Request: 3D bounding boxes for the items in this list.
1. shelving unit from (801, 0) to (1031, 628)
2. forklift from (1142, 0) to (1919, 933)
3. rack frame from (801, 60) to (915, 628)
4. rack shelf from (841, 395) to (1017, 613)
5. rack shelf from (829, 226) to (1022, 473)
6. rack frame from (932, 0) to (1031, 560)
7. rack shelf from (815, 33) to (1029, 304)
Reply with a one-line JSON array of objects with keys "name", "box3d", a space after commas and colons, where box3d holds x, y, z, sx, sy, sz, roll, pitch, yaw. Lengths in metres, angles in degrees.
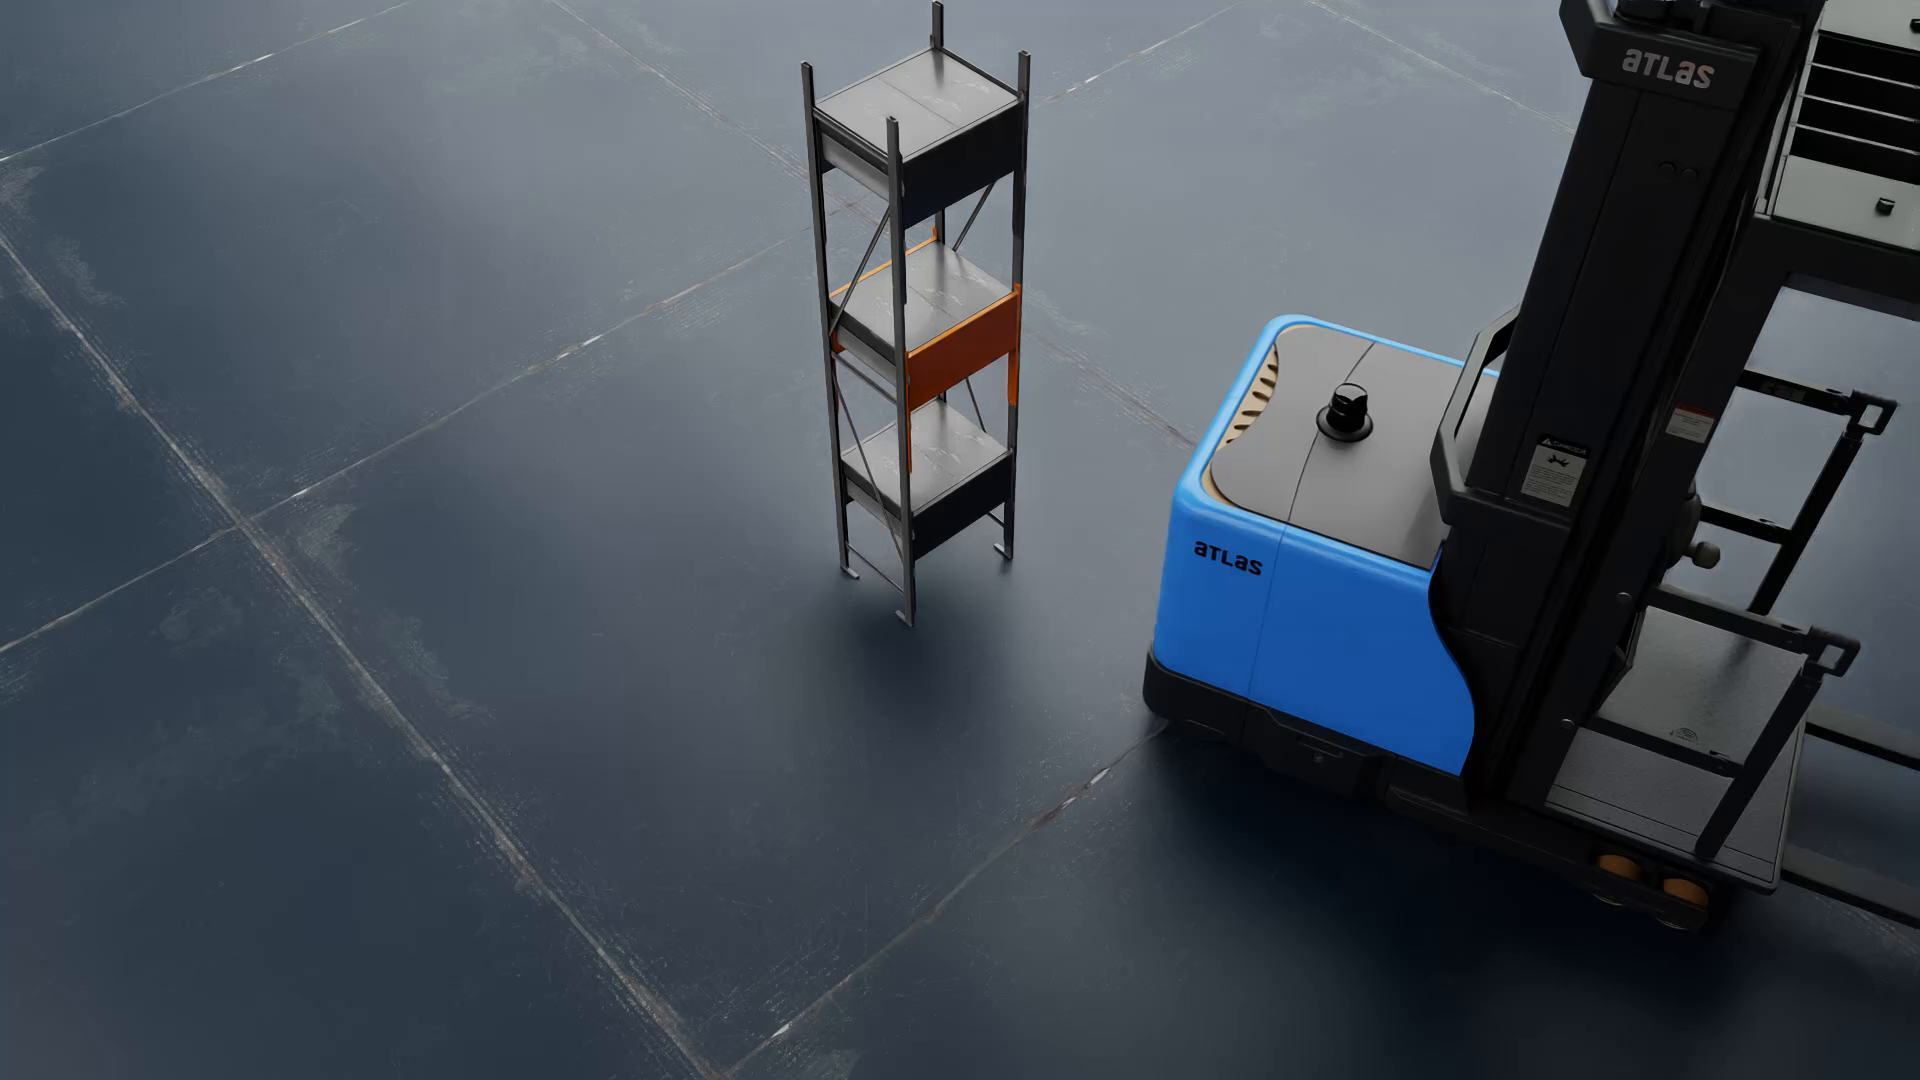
[{"name": "shelving unit", "box3d": [-0.122, -0.630, 5.403, 0.503, 2.100, 0.431, -34, 56, -27]}, {"name": "forklift", "box3d": [2.178, -0.243, 4.480, 3.031, 2.935, 1.130, 20, 50, 17]}, {"name": "rack frame", "box3d": [-0.303, -0.510, 5.291, 0.015, 2.100, 0.400, -34, 56, -27]}, {"name": "rack shelf", "box3d": [-0.122, -0.146, 5.927, 0.480, 0.518, 0.431, -34, 56, -27]}, {"name": "rack shelf", "box3d": [-0.122, -0.621, 5.413, 0.480, 0.518, 0.431, -34, 56, -27]}, {"name": "rack frame", "box3d": [0.058, -0.751, 5.514, 0.015, 2.100, 0.400, -34, 56, -27]}, {"name": "rack shelf", "box3d": [-0.122, -1.096, 4.898, 0.480, 0.518, 0.431, -34, 56, -27]}]
